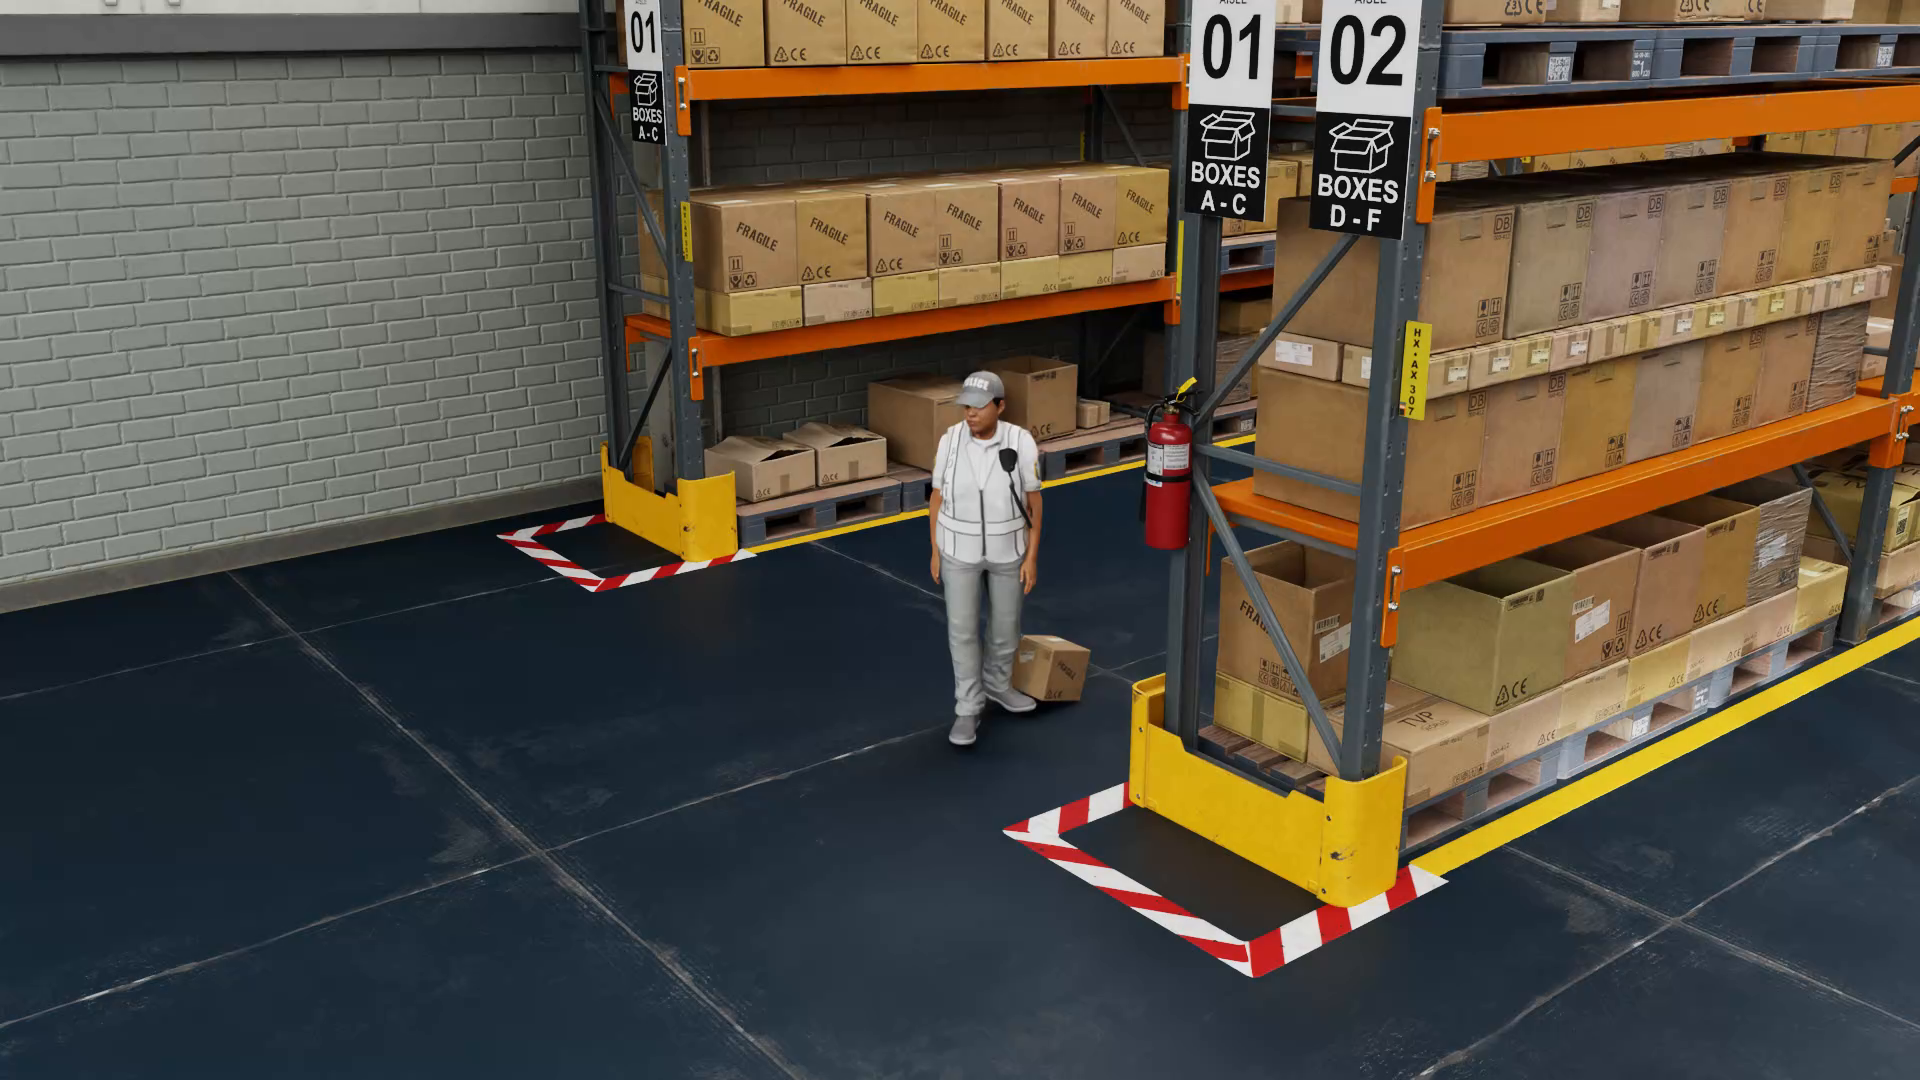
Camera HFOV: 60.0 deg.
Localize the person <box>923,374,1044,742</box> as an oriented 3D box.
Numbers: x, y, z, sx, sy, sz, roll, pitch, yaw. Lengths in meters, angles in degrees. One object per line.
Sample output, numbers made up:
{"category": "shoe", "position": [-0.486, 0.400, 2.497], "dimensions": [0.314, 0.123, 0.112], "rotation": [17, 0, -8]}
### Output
{"category": "person", "position": [0.096, 0.069, 7.303], "dimensions": [0.516, 1.656, 0.534], "rotation": [5, 18, 14]}
